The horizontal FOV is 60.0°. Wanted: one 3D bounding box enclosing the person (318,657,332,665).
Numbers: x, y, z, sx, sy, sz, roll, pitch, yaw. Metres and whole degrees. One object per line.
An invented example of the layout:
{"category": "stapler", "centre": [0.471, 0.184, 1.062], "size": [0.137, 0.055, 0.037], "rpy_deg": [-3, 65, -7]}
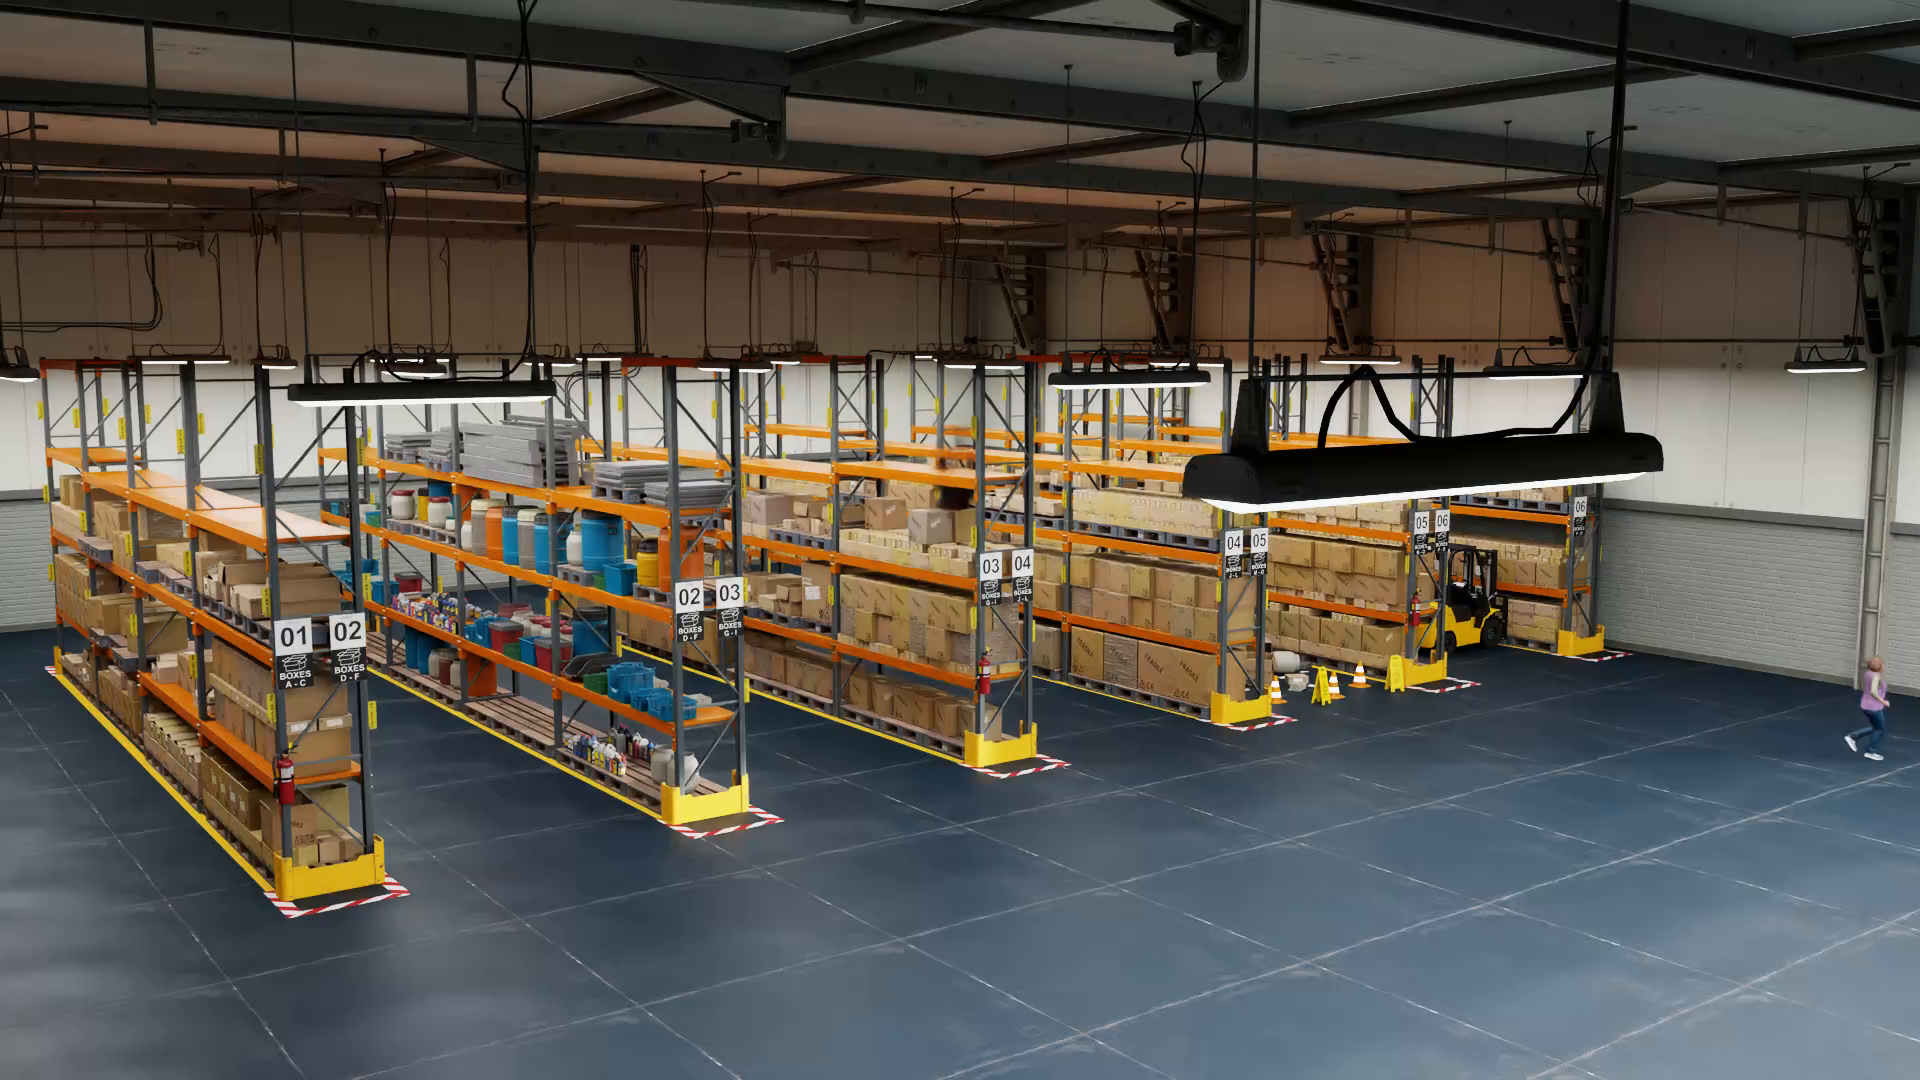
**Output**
{"category": "person", "centre": [-10.748, 2.082, 28.115], "size": [0.606, 1.740, 0.645], "rpy_deg": [5, 9, 37]}

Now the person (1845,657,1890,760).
{"category": "person", "centre": [13.724, 2.549, 25.127], "size": [0.538, 1.572, 0.548], "rpy_deg": [1, 7, 11]}
